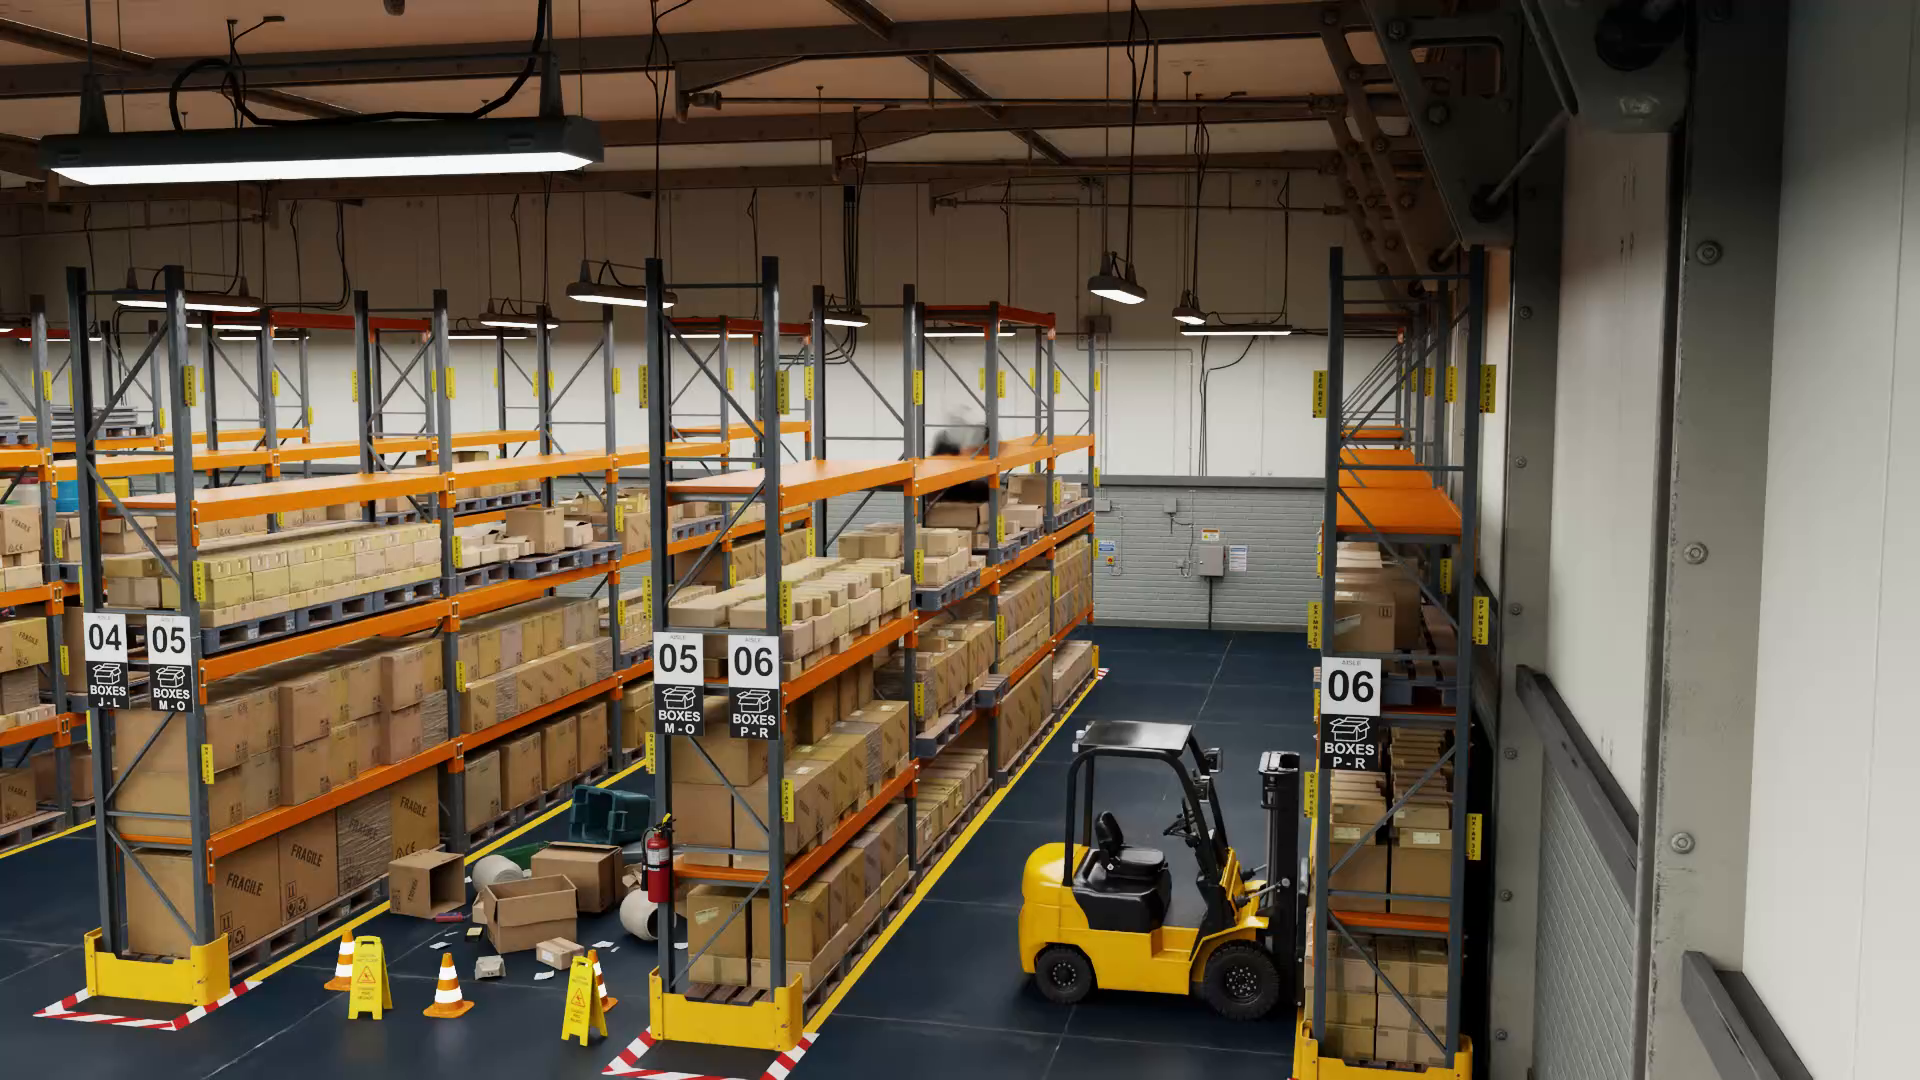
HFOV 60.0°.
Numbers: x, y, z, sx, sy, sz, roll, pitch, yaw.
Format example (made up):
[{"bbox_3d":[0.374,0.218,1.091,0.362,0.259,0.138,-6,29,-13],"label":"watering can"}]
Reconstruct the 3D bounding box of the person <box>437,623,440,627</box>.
[{"bbox_3d":[-7.184,2.004,23.102,0.531,1.715,0.738,0,6,1],"label":"person"}]
